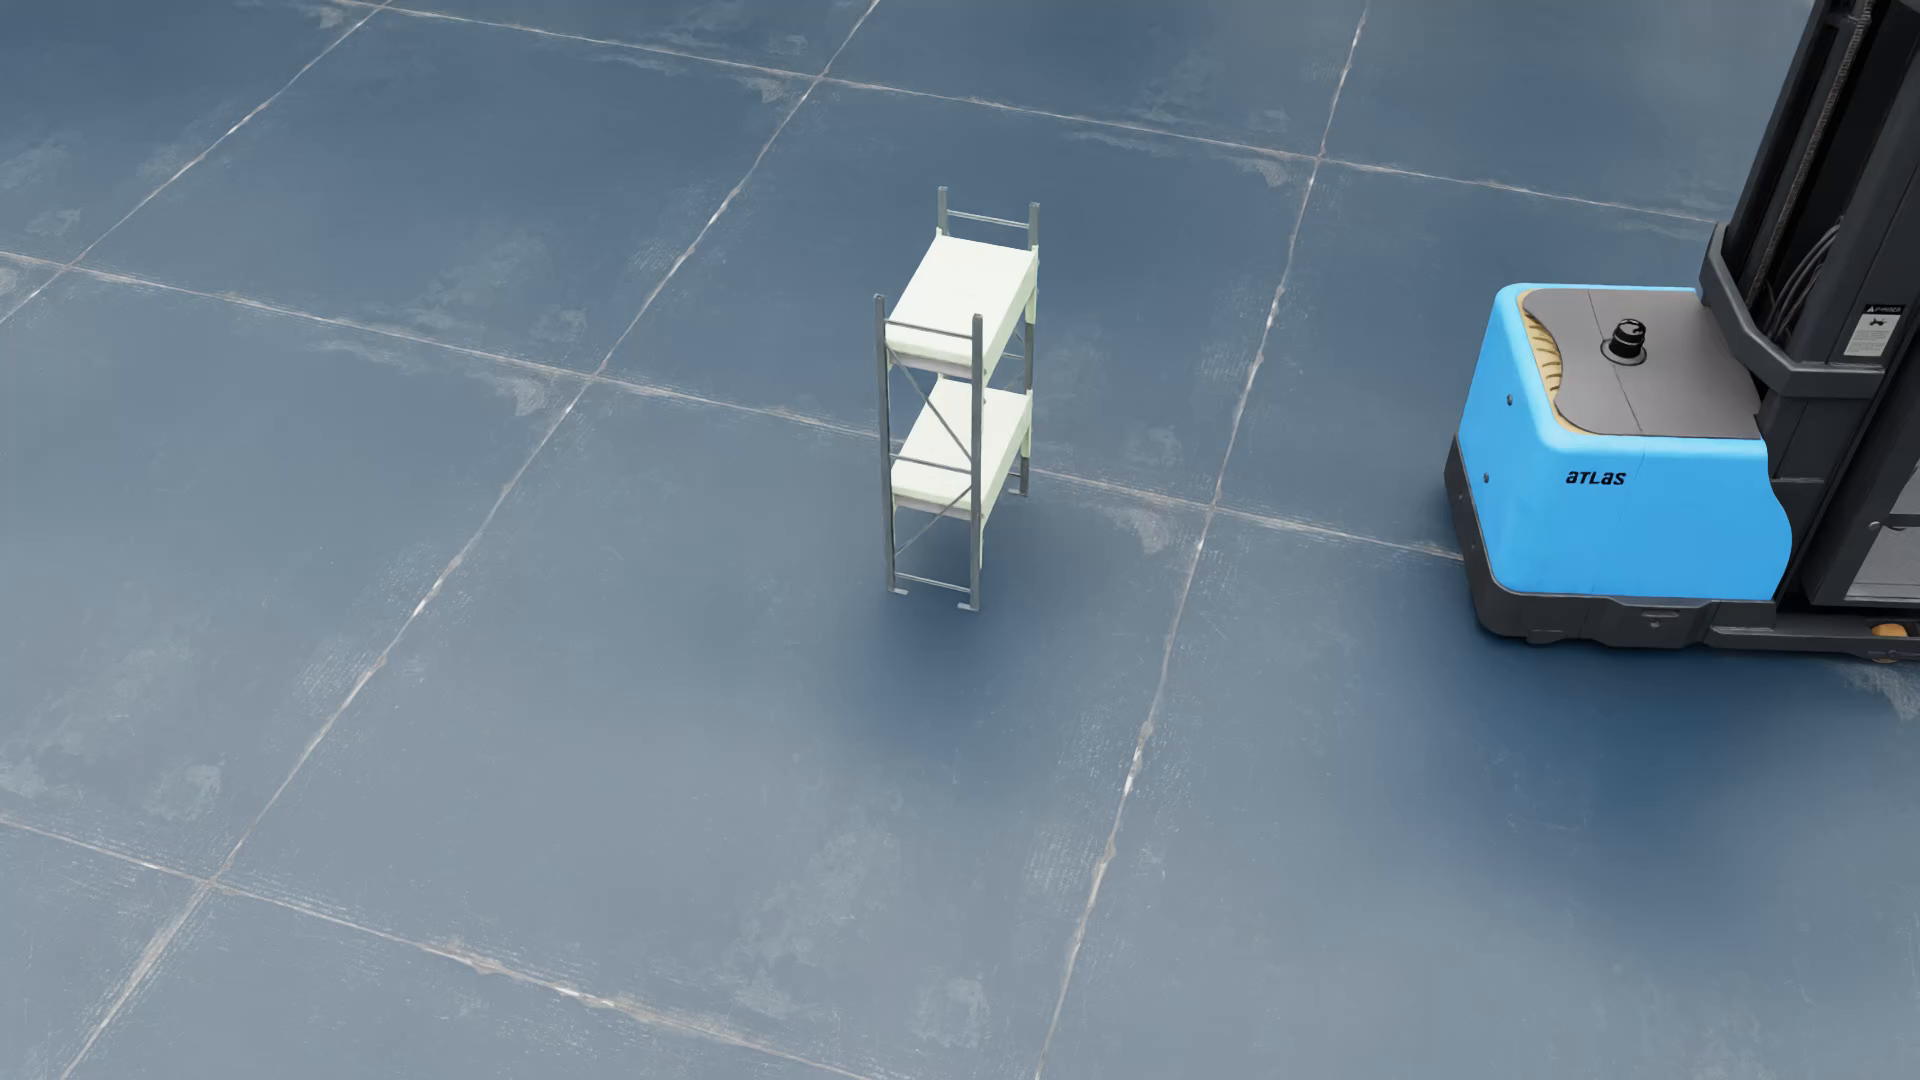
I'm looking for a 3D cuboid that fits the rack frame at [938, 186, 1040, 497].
[{"bbox_3d":[0.109,-0.776,6.869,0.400,1.500,0.023,13,46,12],"label":"rack frame"}]

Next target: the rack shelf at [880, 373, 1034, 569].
[{"bbox_3d":[-0.002,-0.299,6.848,0.431,0.370,0.720,13,46,12],"label":"rack shelf"}]

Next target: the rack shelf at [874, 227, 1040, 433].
[{"bbox_3d":[-0.002,-0.811,6.347,0.431,0.370,0.720,13,46,12],"label":"rack shelf"}]

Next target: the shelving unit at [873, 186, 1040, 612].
[{"bbox_3d":[-0.002,-0.532,6.620,0.431,1.500,0.755,13,46,12],"label":"shelving unit"}]

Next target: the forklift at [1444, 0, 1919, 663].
[{"bbox_3d":[3.627,-0.933,6.007,3.031,2.935,1.130,2,44,2],"label":"forklift"}]

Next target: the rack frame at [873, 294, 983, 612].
[{"bbox_3d":[-0.113,-0.288,6.371,0.400,1.500,0.023,13,46,12],"label":"rack frame"}]
